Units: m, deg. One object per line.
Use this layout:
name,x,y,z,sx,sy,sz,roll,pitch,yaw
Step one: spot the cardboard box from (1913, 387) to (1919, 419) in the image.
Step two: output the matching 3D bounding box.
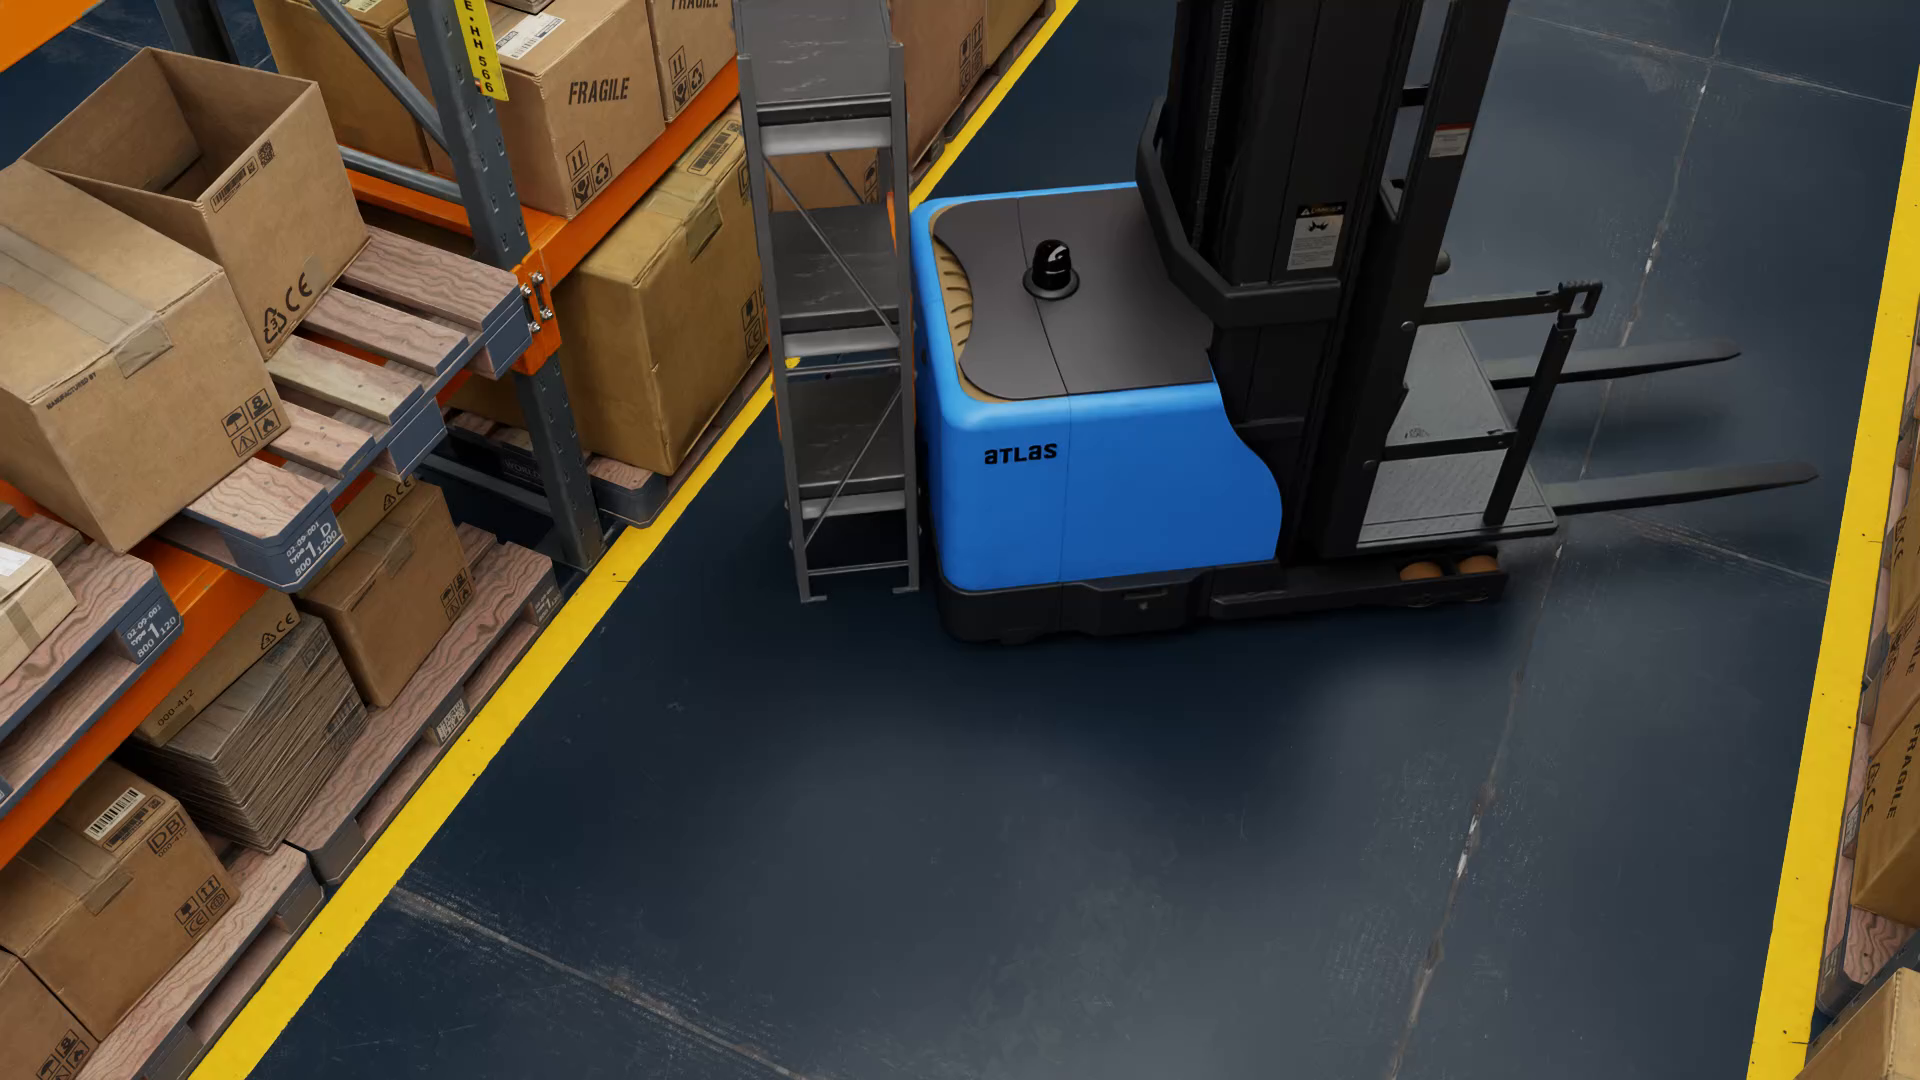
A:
cardboard box,3.680,-0.669,5.715,0.500,0.500,0.500,22,53,18

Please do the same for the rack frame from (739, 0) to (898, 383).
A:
rack frame,-0.403,-0.862,5.105,0.400,2.100,0.015,-6,50,-5

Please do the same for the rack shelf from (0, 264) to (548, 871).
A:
rack shelf,-2.544,0.551,3.784,1.077,0.370,4.000,20,52,16

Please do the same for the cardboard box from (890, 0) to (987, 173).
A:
cardboard box,-0.617,-2.198,6.770,1.225,0.875,0.875,18,52,15

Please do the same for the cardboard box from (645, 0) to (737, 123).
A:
cardboard box,-1.018,-1.693,5.156,0.500,0.500,0.500,19,52,15

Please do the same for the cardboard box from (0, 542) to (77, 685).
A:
cardboard box,-2.158,0.085,3.521,0.396,0.266,0.258,18,52,15

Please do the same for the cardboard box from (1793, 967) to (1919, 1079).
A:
cardboard box,2.410,1.607,3.614,1.050,0.750,0.750,19,52,16

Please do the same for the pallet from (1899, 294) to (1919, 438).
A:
pallet,4.129,-0.690,6.198,1.003,0.211,1.213,20,52,16

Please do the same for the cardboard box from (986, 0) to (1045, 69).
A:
cardboard box,-0.236,-2.814,7.294,1.225,0.875,0.875,20,52,16

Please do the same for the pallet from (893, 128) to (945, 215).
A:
pallet,-0.763,-1.511,6.897,1.003,0.211,1.213,20,52,16

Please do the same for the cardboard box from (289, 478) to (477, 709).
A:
cardboard box,-1.958,0.076,5.068,0.700,0.500,0.500,17,52,14

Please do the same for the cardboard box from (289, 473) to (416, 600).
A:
cardboard box,-1.949,-0.163,4.780,0.500,0.250,0.500,22,53,18

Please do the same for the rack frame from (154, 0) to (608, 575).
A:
rack frame,-1.690,-1.059,4.682,1.000,3.000,0.127,20,52,16

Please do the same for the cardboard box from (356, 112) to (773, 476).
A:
cardboard box,-1.376,-0.975,5.729,1.225,0.875,0.875,18,52,14

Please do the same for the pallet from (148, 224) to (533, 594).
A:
pallet,-1.898,-0.471,4.308,1.213,0.211,1.003,20,52,16

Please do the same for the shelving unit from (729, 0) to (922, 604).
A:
shelving unit,-0.369,-0.678,4.948,0.431,2.100,0.503,-6,50,-5

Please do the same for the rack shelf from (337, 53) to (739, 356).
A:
rack shelf,-0.836,-2.203,6.127,1.077,0.370,4.000,20,52,16

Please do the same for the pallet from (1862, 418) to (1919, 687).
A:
pallet,3.609,0.153,5.481,1.003,0.211,1.213,20,52,16

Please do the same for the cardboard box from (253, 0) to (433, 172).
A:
cardboard box,-1.703,-1.512,5.001,0.500,0.500,0.500,21,53,17

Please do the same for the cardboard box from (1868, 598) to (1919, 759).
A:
cardboard box,3.021,0.404,4.802,0.500,0.500,0.500,22,53,18

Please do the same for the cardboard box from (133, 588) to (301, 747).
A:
cardboard box,-2.167,0.205,4.466,0.500,0.250,0.500,25,54,20

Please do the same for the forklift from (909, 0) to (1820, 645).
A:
forklift,1.377,-1.120,4.778,3.031,2.935,1.130,-6,50,-5

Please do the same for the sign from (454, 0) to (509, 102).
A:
sign,-1.195,-1.239,4.126,0.100,0.325,0.005,20,52,16

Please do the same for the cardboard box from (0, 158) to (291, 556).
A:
cardboard box,-2.033,-0.426,3.801,0.700,0.500,0.500,27,55,21

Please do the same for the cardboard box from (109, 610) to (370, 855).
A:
cardboard box,-2.184,0.462,4.739,0.700,0.500,0.500,16,51,13

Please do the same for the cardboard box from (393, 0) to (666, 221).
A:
cardboard box,-1.236,-1.338,4.853,0.500,0.500,0.500,21,53,17

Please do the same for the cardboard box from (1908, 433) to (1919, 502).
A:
cardboard box,3.469,-0.304,5.404,0.500,0.500,0.500,21,53,17

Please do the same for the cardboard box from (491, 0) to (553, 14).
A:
cardboard box,-1.363,-1.915,4.685,0.797,0.503,0.637,21,53,17

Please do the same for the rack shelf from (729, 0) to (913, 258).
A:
rack shelf,-0.370,-1.123,4.426,0.431,0.518,0.480,-6,50,-5

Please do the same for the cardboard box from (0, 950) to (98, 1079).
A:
cardboard box,-2.658,1.239,4.078,0.700,0.500,0.500,16,51,13

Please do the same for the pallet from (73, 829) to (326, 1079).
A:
pallet,-2.548,1.219,4.574,1.003,0.211,1.213,20,52,16

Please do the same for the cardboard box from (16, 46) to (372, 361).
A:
cardboard box,-1.885,-0.843,4.156,0.500,0.500,0.500,14,51,12

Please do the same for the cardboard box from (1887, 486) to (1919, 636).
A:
cardboard box,3.233,0.034,5.117,0.500,0.500,0.500,18,52,14

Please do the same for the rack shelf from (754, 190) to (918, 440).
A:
rack shelf,-0.369,-0.669,4.959,0.431,0.518,0.480,-6,50,-5

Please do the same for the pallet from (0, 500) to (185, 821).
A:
pallet,-2.499,0.380,3.583,1.003,0.211,1.213,20,52,16

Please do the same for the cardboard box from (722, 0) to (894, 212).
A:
cardboard box,-0.989,-1.586,6.250,1.225,0.875,0.875,20,52,16

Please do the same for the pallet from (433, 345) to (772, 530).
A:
pallet,-1.285,-0.674,6.185,1.003,0.211,1.213,20,52,16

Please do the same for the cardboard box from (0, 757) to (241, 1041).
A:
cardboard box,-2.420,0.855,4.405,0.700,0.500,0.500,24,54,19

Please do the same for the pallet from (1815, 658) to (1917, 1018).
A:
pallet,3.087,0.990,4.769,1.003,0.211,1.213,20,52,16

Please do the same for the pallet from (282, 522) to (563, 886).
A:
pallet,-2.025,0.382,5.286,1.003,0.211,1.213,20,52,16

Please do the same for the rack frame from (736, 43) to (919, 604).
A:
rack frame,-0.336,-0.494,4.792,0.400,2.100,0.015,-6,50,-5

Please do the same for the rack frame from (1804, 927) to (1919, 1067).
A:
rack frame,2.751,0.624,3.249,1.000,3.000,0.127,20,52,16

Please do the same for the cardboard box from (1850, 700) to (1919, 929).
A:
cardboard box,2.796,0.760,4.499,0.500,0.500,0.500,20,52,16

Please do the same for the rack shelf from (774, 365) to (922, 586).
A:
rack shelf,-0.369,-0.216,5.492,0.431,0.518,0.480,-6,50,-5

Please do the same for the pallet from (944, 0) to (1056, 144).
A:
pallet,-0.243,-2.354,7.614,1.003,0.211,1.213,20,52,16
